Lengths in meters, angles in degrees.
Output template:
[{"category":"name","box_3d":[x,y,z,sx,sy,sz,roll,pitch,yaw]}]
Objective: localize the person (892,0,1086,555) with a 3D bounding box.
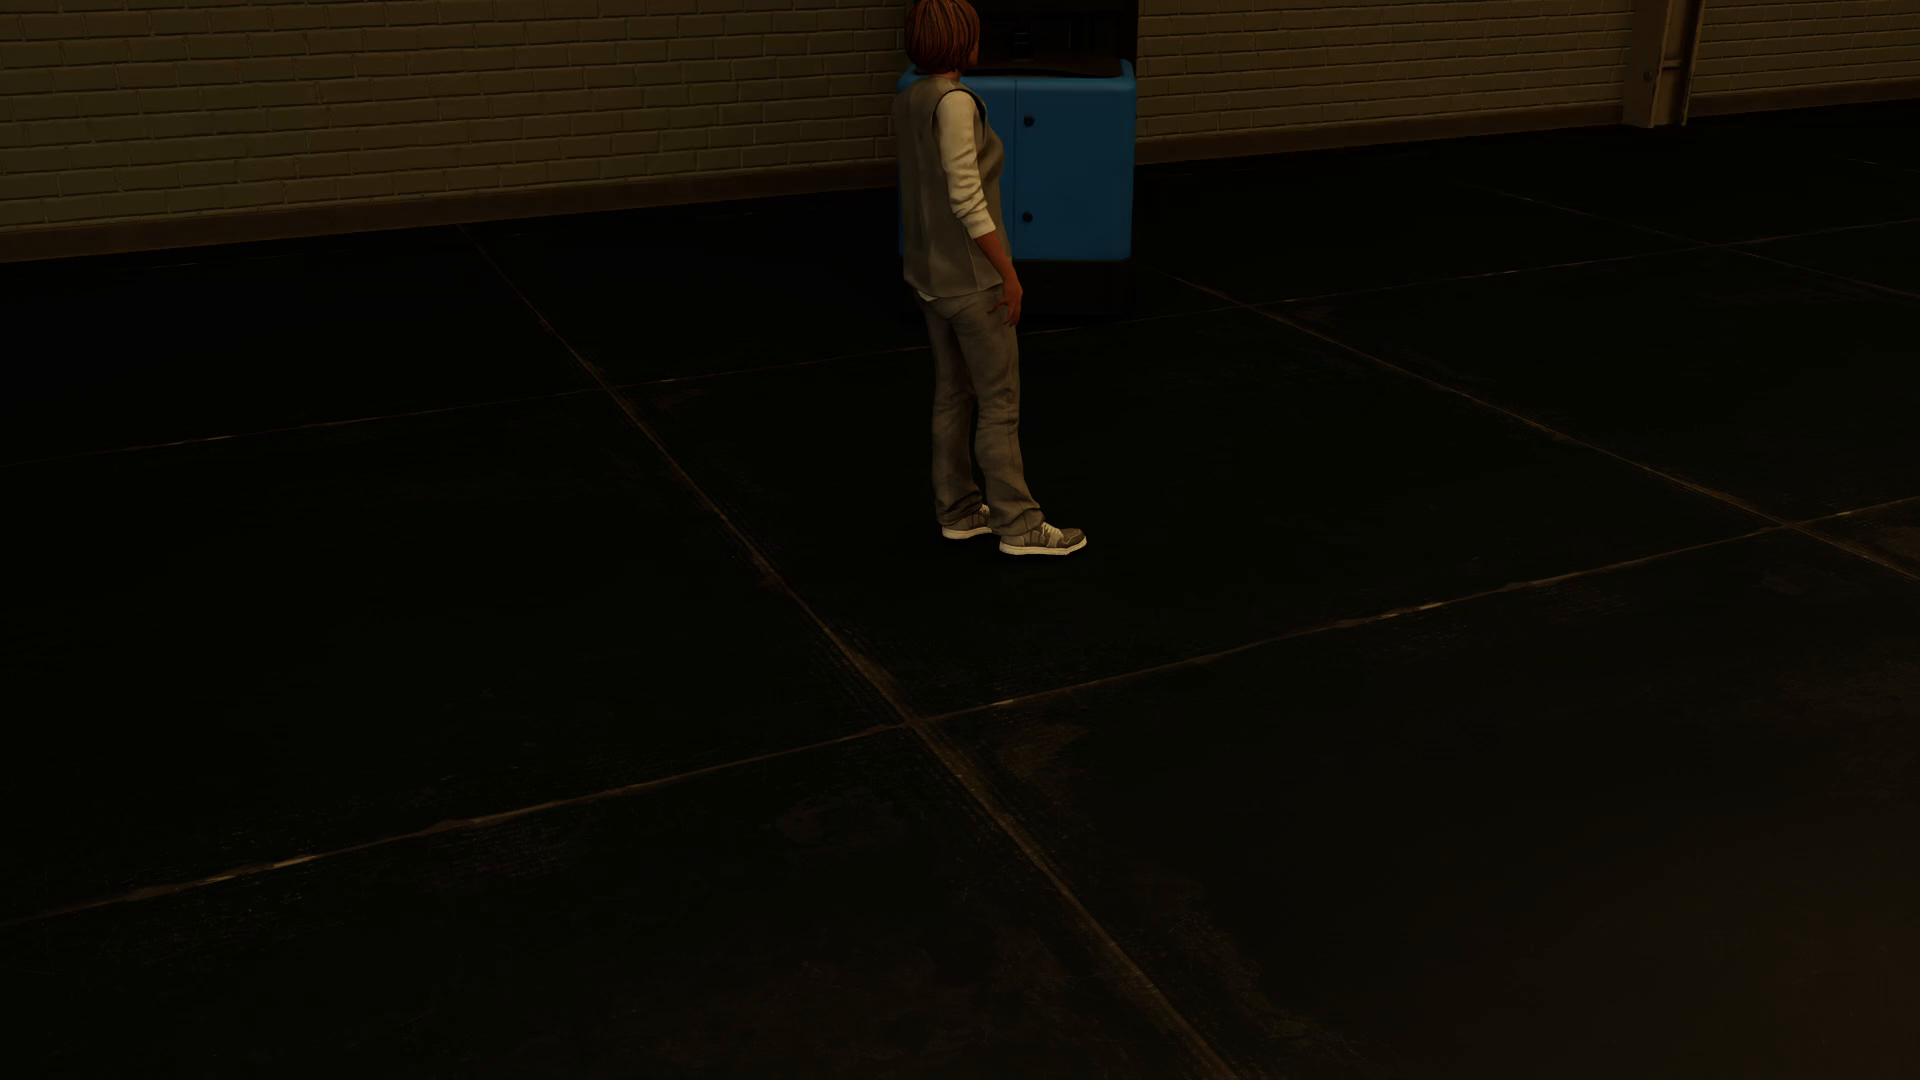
[{"category":"person","box_3d":[0.072,-0.709,4.832,0.475,1.505,0.521,-10,25,-23]}]

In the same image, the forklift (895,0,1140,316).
[{"category":"forklift","box_3d":[0.334,-2.859,8.169,1.130,2.935,3.031,1,23,4]}]
